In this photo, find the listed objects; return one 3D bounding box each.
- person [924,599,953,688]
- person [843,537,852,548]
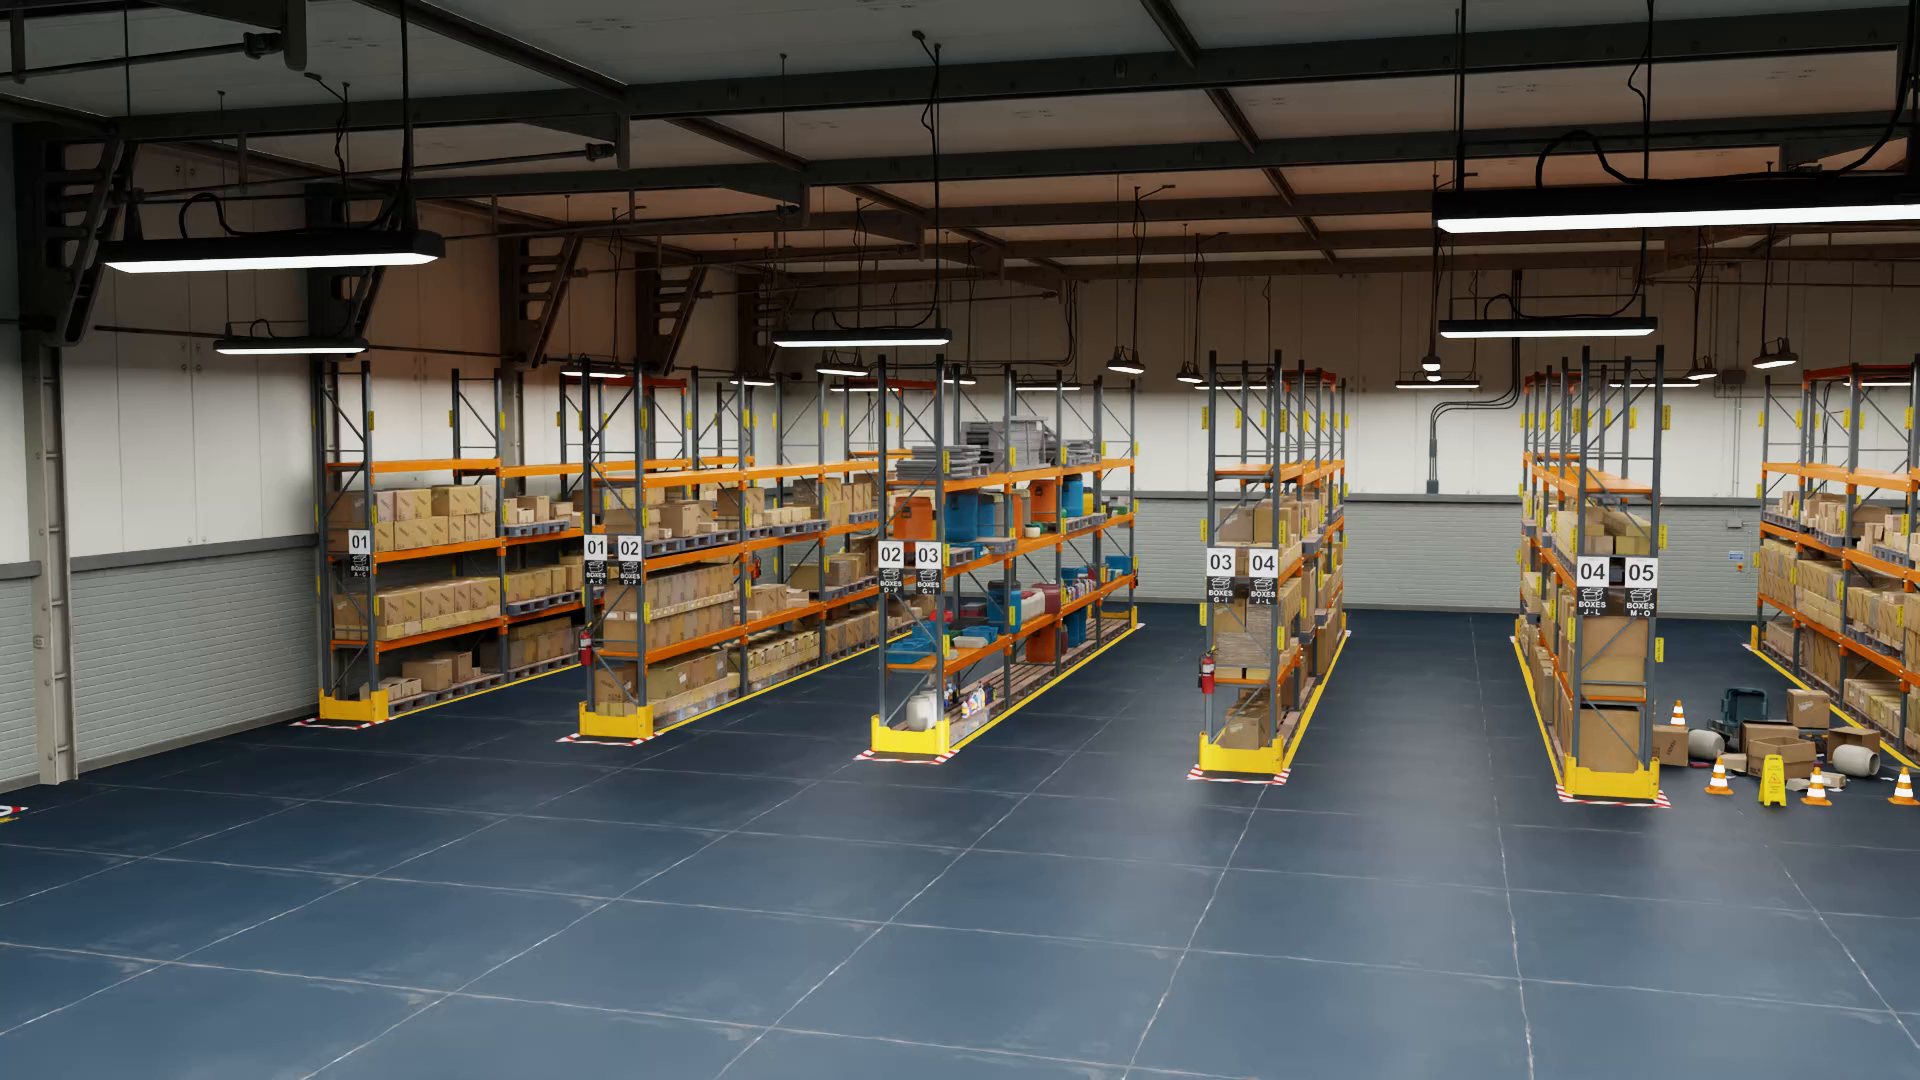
[{"bbox_3d":[-0.366,1.918,31.264,0.608,1.656,1.084,1,4,19],"label":"person"},{"bbox_3d":[-3.161,0.765,47.011,0.773,1.739,0.566,2,4,21],"label":"person"}]
